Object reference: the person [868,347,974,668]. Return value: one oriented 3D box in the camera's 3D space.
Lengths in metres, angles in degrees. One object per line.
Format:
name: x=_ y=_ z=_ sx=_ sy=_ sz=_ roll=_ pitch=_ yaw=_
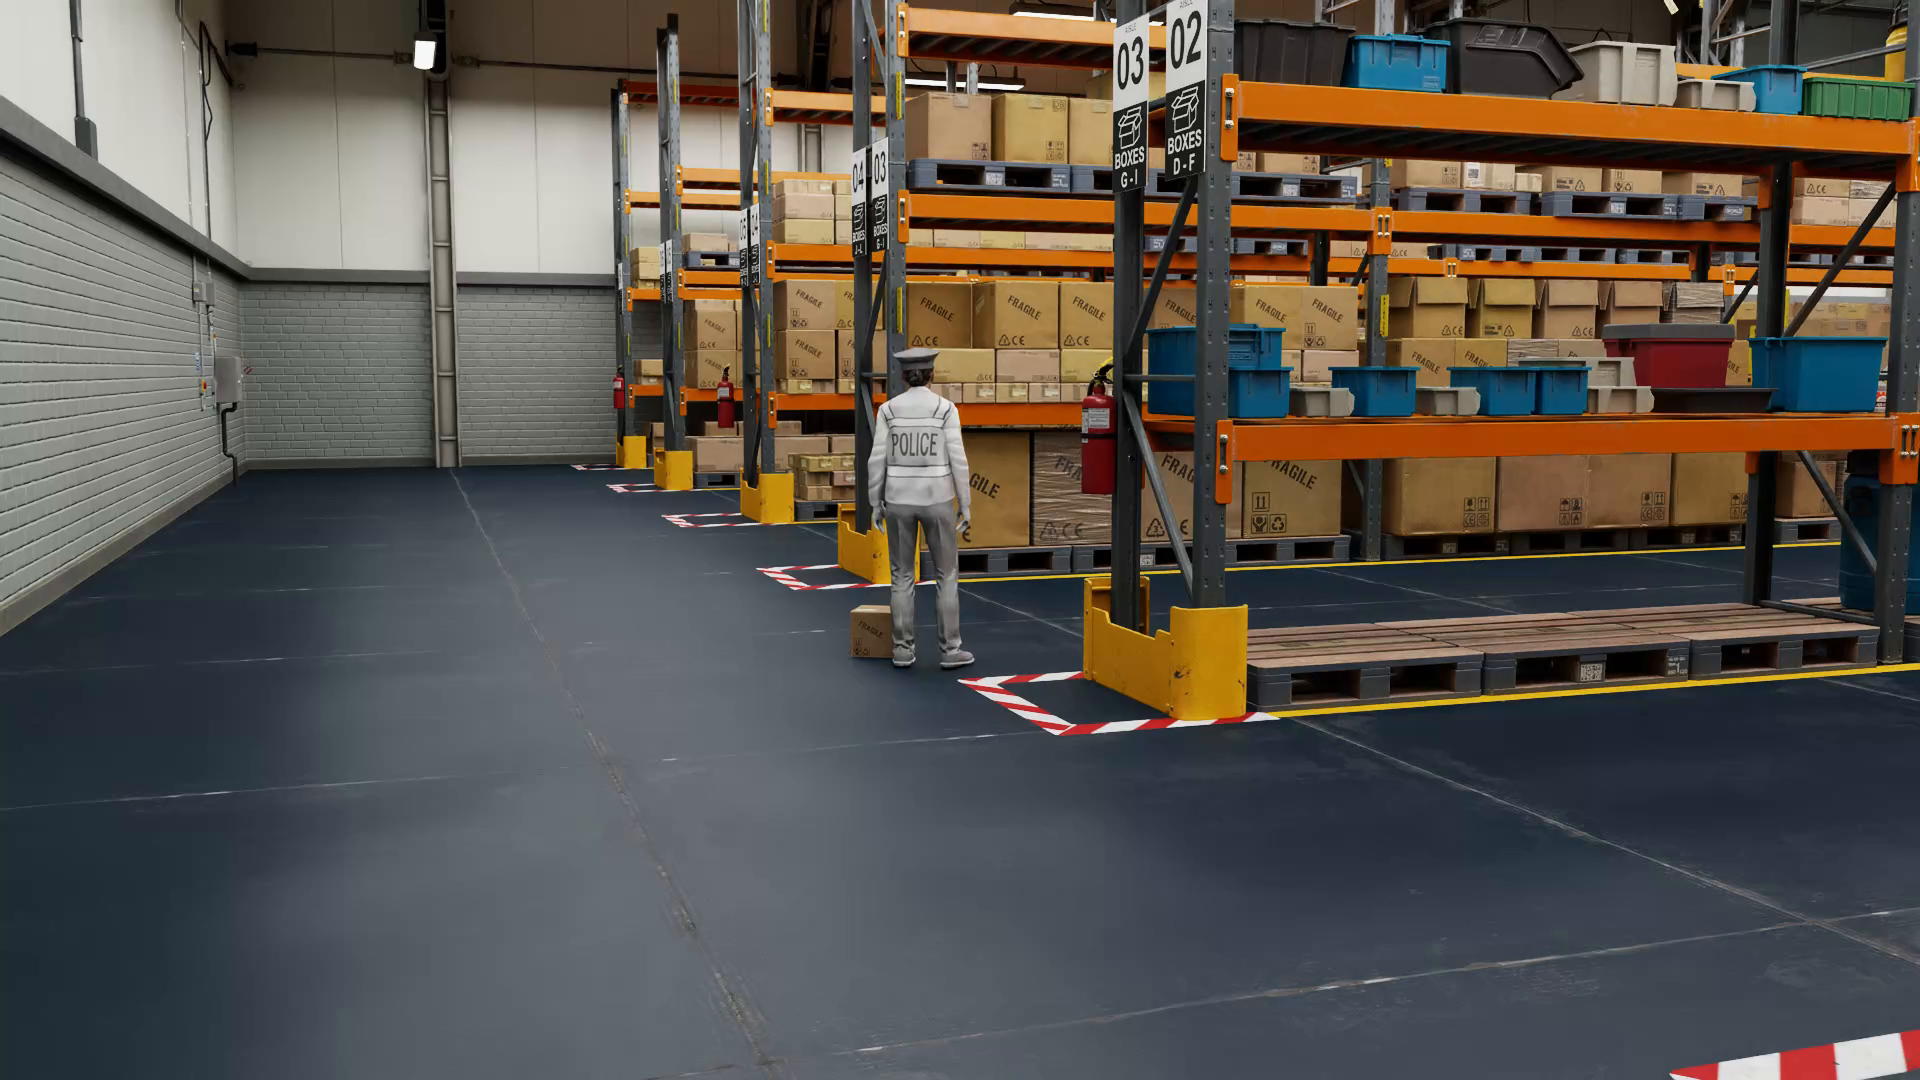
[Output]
person: x=-0.209 y=-0.169 z=8.675 sx=0.546 sy=1.667 sz=0.369 roll=1 pitch=6 yaw=9
